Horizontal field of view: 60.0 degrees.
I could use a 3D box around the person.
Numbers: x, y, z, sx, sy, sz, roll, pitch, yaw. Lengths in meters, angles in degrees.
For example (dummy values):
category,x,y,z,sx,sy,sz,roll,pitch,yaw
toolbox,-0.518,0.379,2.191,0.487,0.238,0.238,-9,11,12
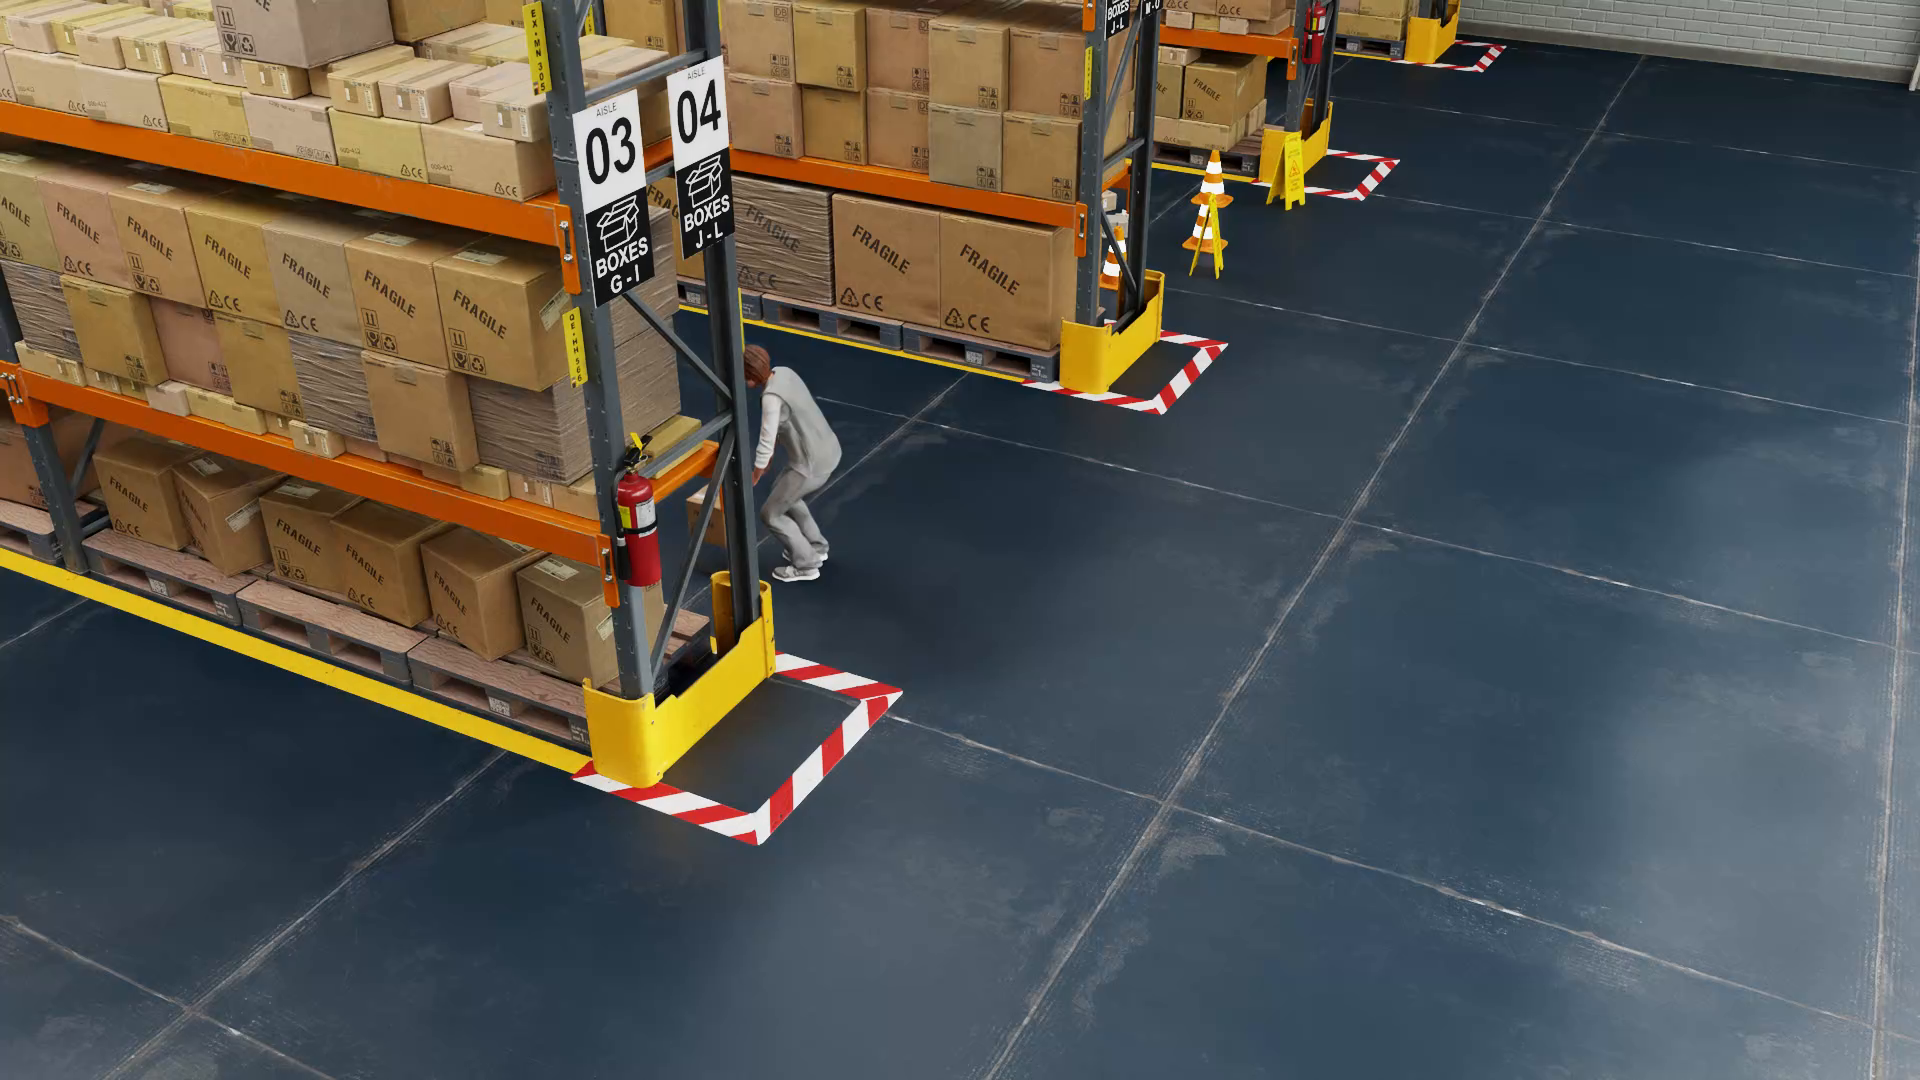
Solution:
category,x,y,z,sx,sy,sz,roll,pitch,yaw
person,-0.952,-0.413,9.210,0.581,1.385,0.459,4,31,7
